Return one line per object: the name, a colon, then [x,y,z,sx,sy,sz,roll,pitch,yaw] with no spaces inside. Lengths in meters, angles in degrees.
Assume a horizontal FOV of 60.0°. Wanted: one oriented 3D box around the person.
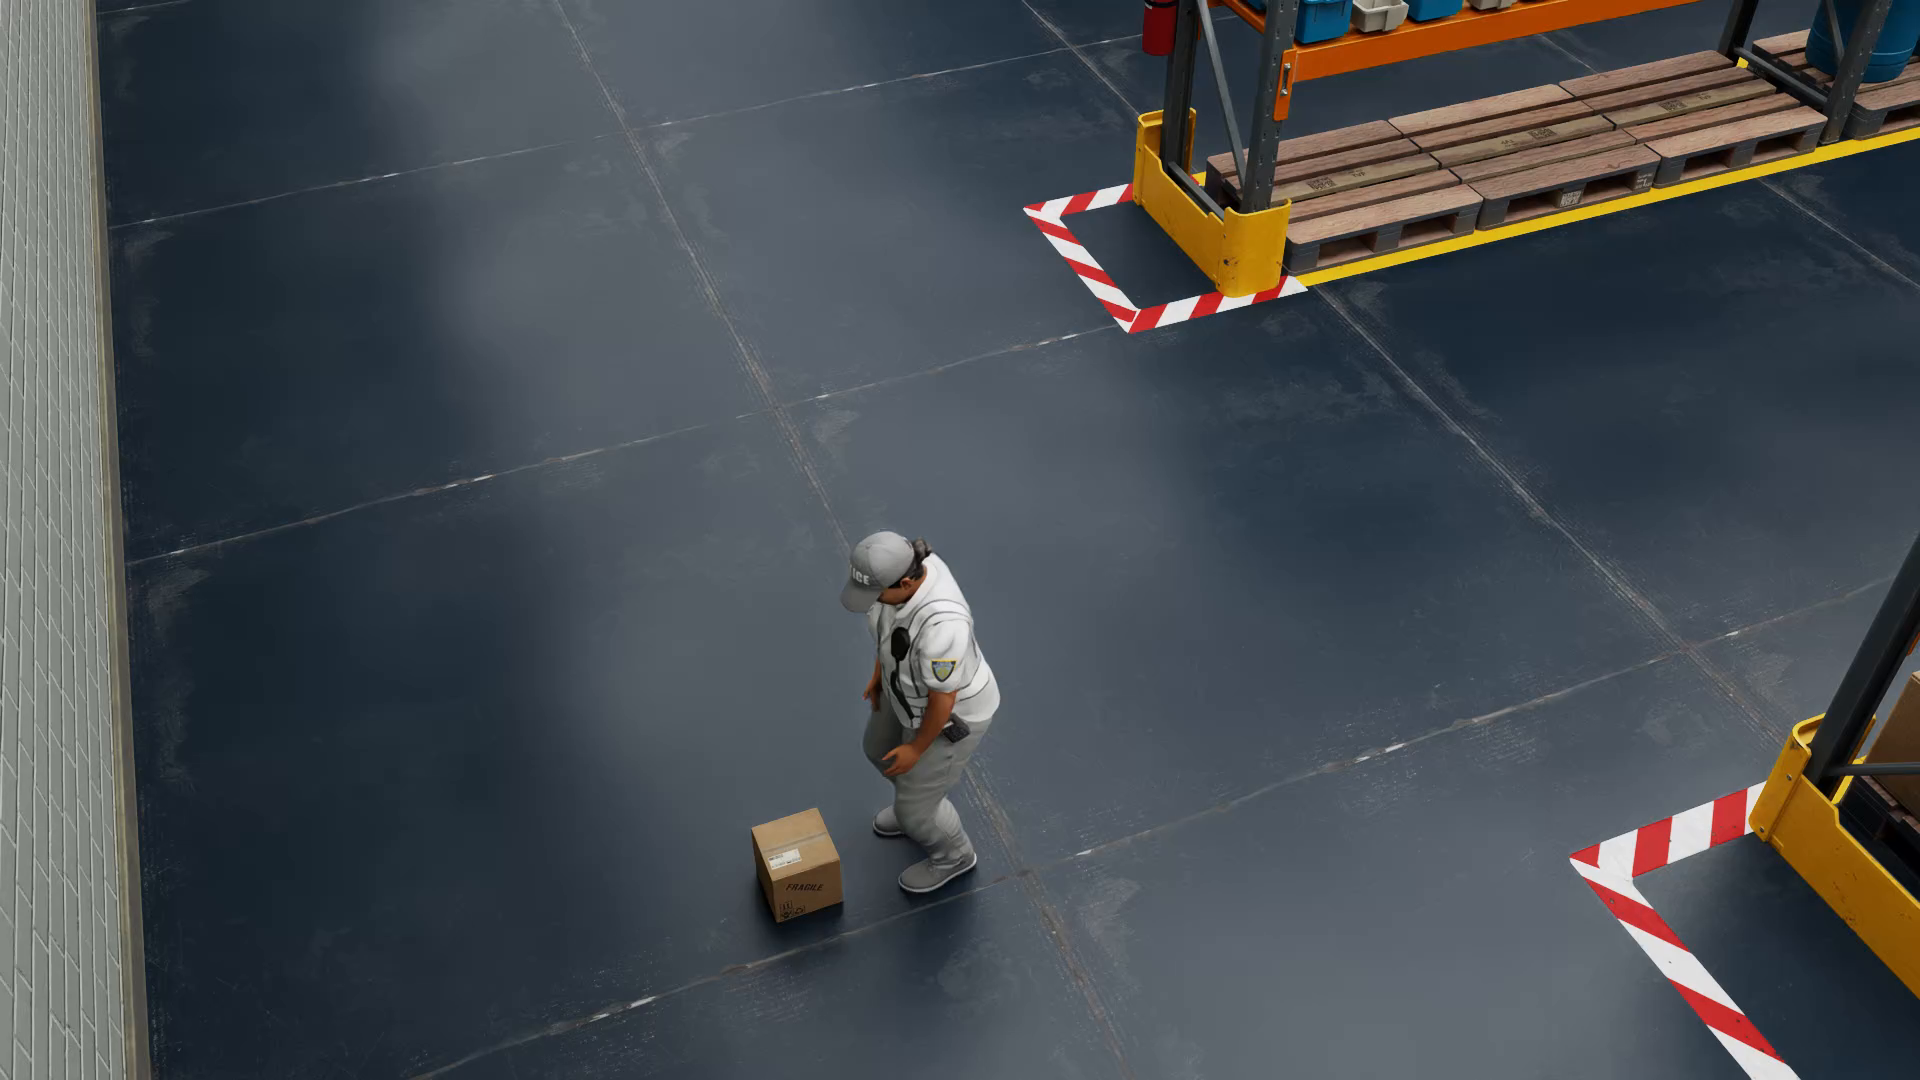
person: [-0.131,0.563,5.592,0.513,1.600,0.504,-14,44,-15]
